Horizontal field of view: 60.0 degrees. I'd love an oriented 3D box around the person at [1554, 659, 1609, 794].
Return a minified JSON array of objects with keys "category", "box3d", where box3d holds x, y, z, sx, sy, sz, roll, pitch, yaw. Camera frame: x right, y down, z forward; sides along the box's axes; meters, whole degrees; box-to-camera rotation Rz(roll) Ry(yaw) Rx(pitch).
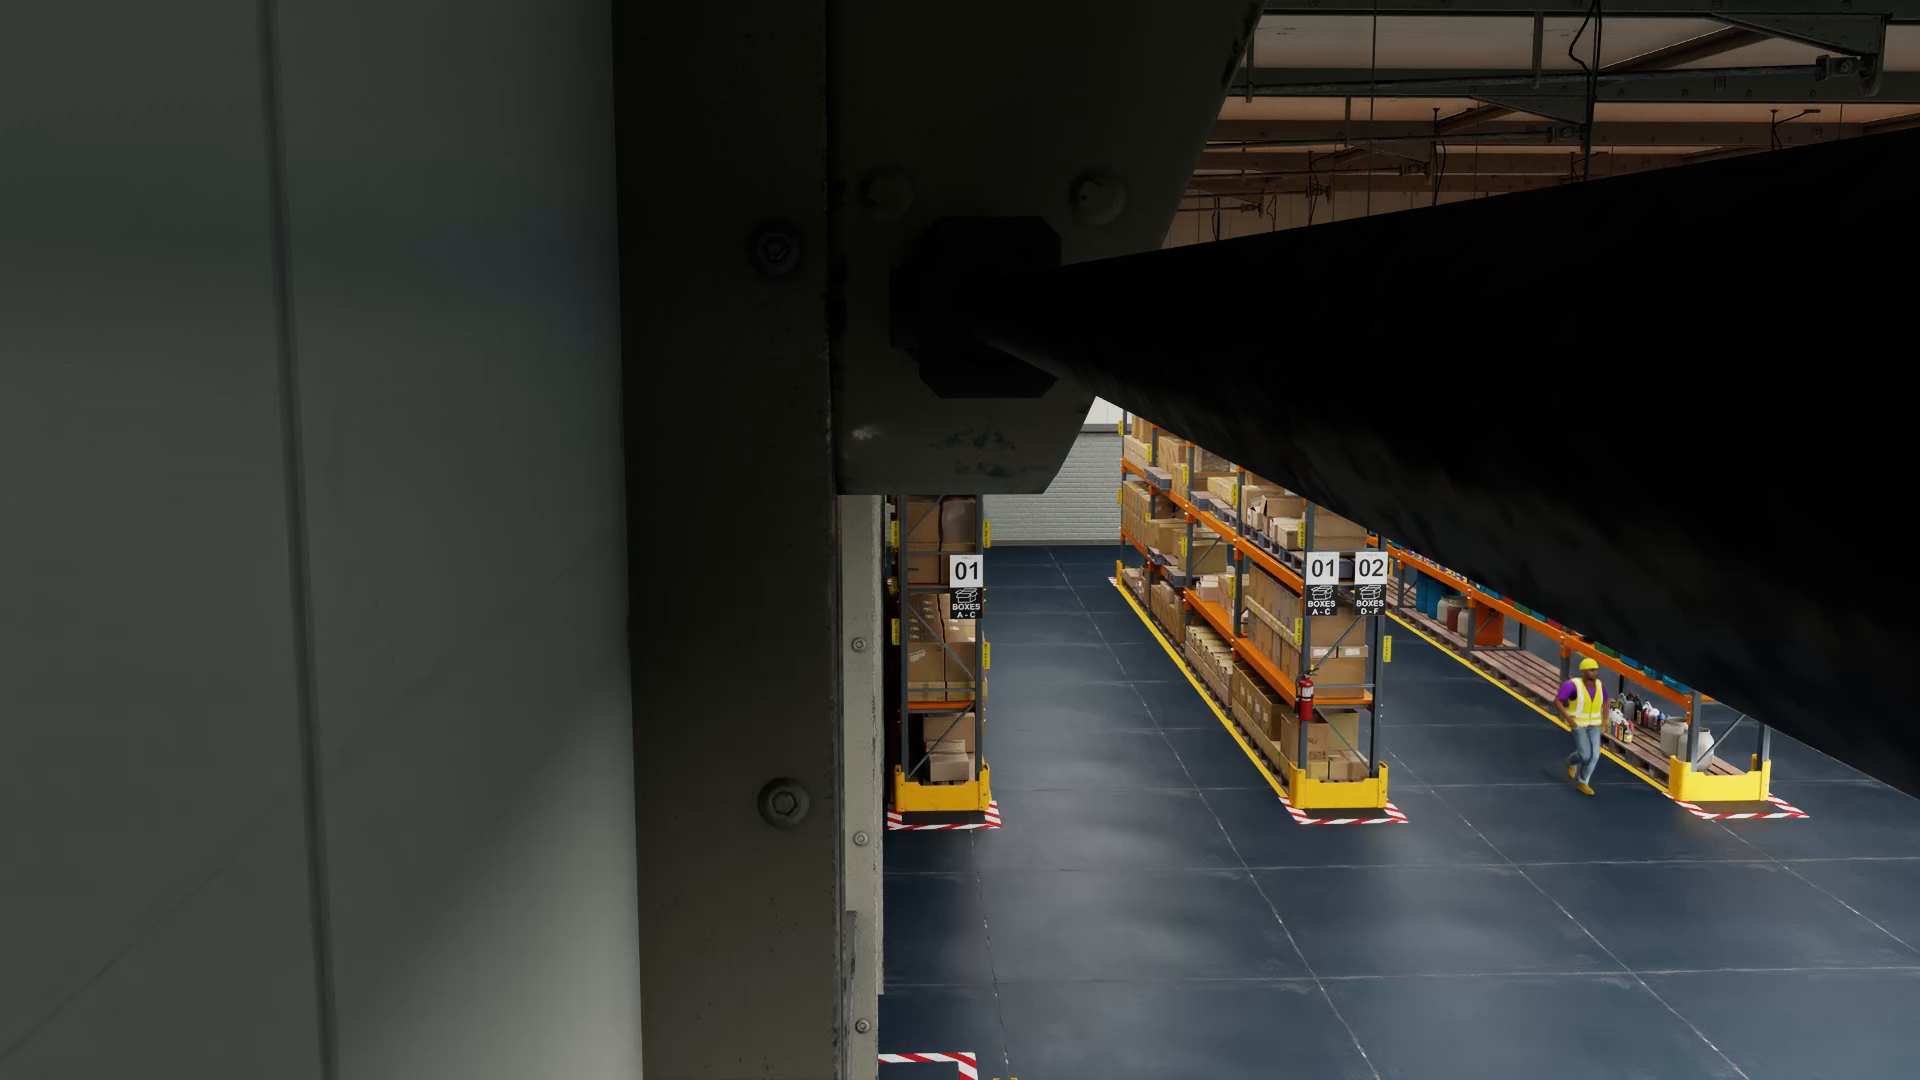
[{"category":"person","box3d":[7.989,2.364,21.279,0.734,1.731,0.551,-1,8,-8]}]
